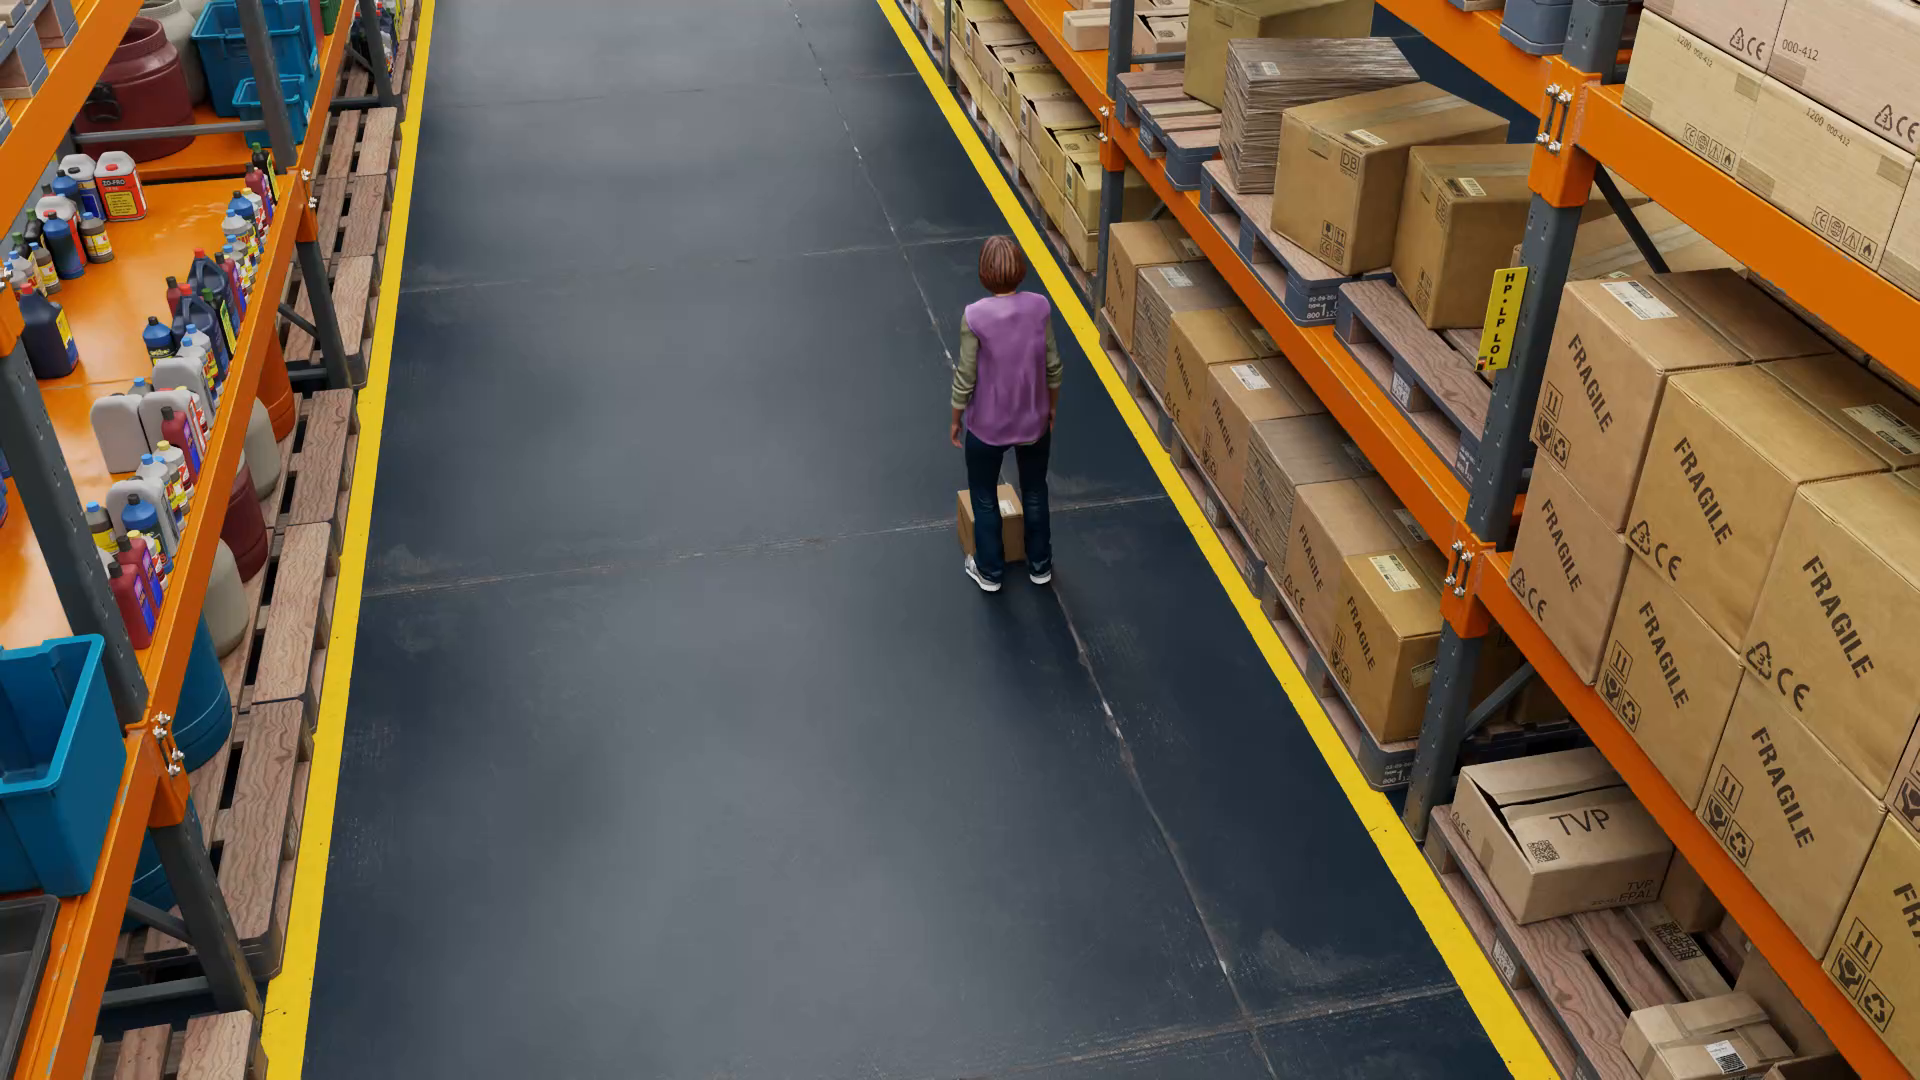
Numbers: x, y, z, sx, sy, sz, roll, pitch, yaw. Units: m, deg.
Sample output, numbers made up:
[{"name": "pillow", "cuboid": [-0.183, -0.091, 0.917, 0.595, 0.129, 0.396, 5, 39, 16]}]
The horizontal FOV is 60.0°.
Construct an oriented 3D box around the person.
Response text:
[{"name": "person", "cuboid": [0.194, -0.389, 6.926, 0.484, 1.349, 0.322, -9, 36, -13]}]
